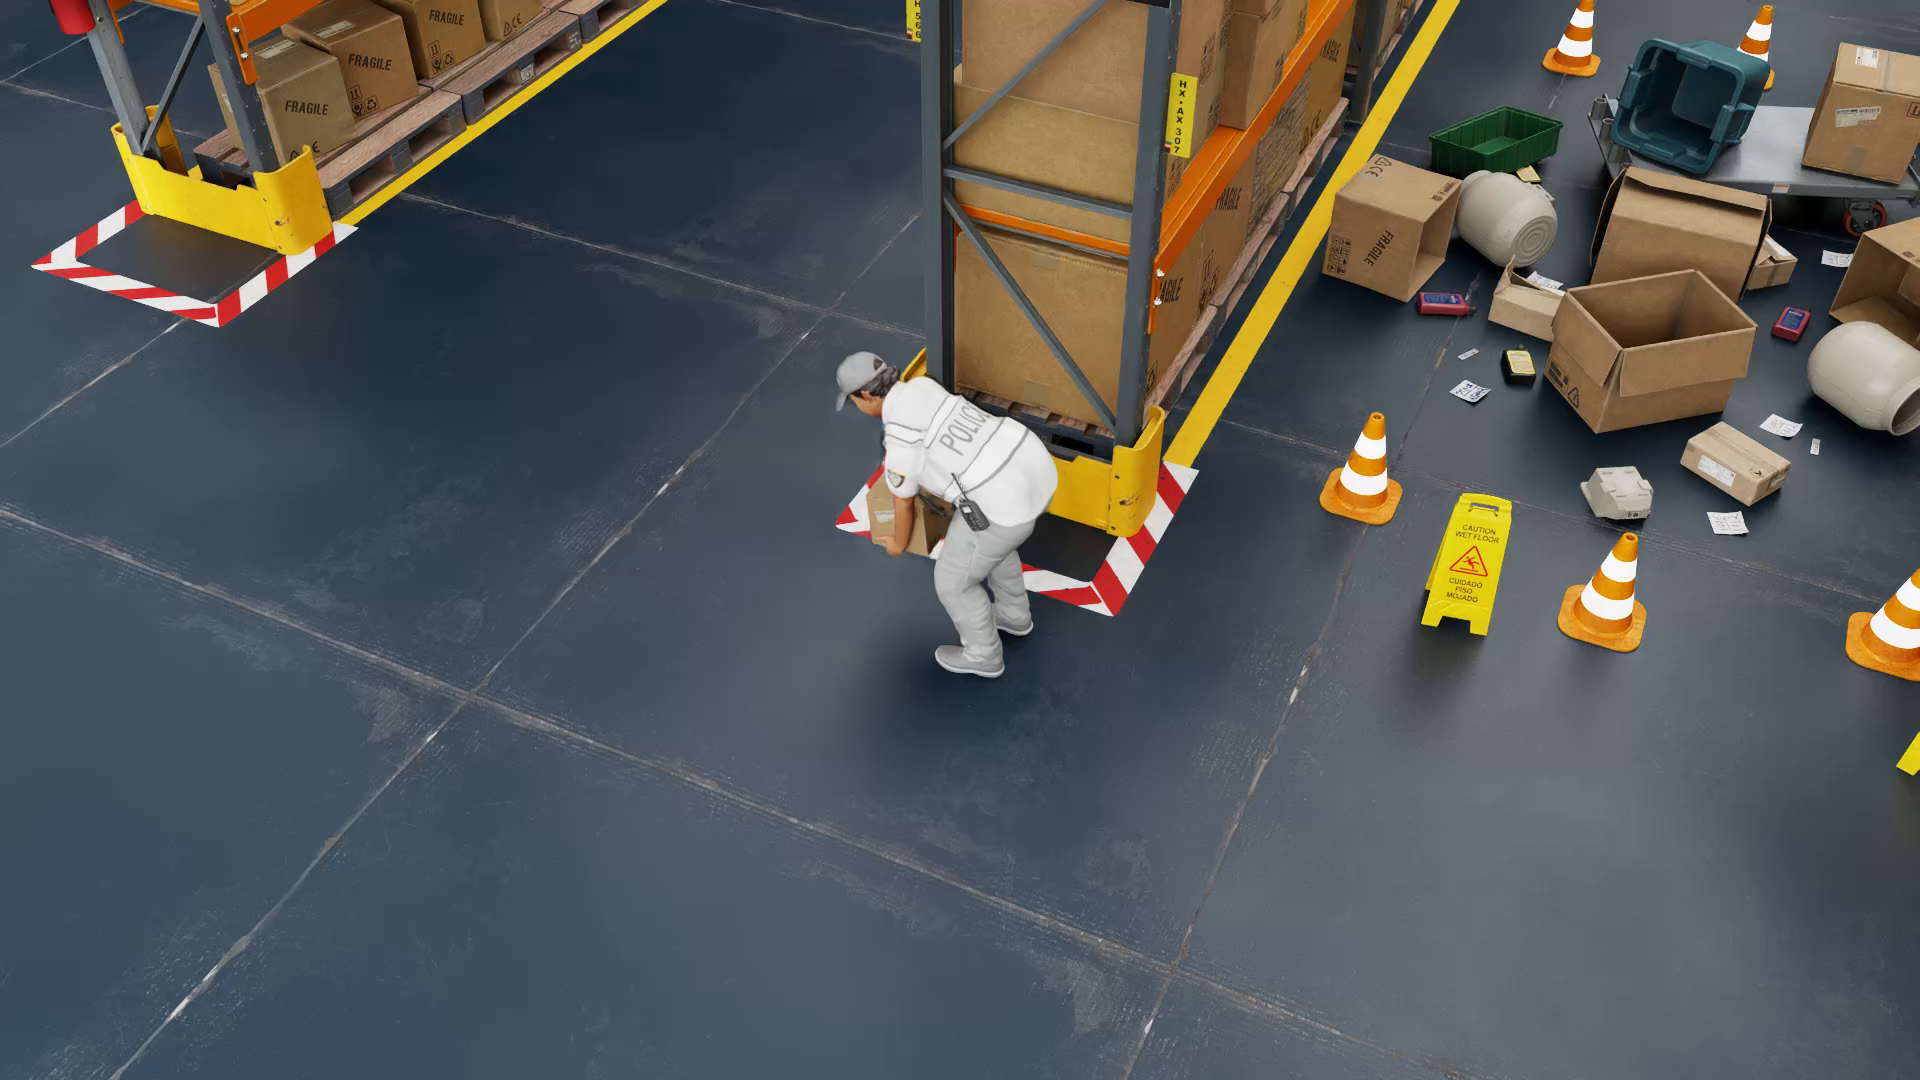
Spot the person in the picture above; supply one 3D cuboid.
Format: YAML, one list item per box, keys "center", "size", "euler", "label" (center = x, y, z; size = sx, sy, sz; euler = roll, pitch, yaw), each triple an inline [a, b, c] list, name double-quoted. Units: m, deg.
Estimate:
- center: [-0.063, -0.107, 6.537]
  size: [0.875, 1.323, 0.459]
  euler: [17, 45, 18]
  label: "person"
